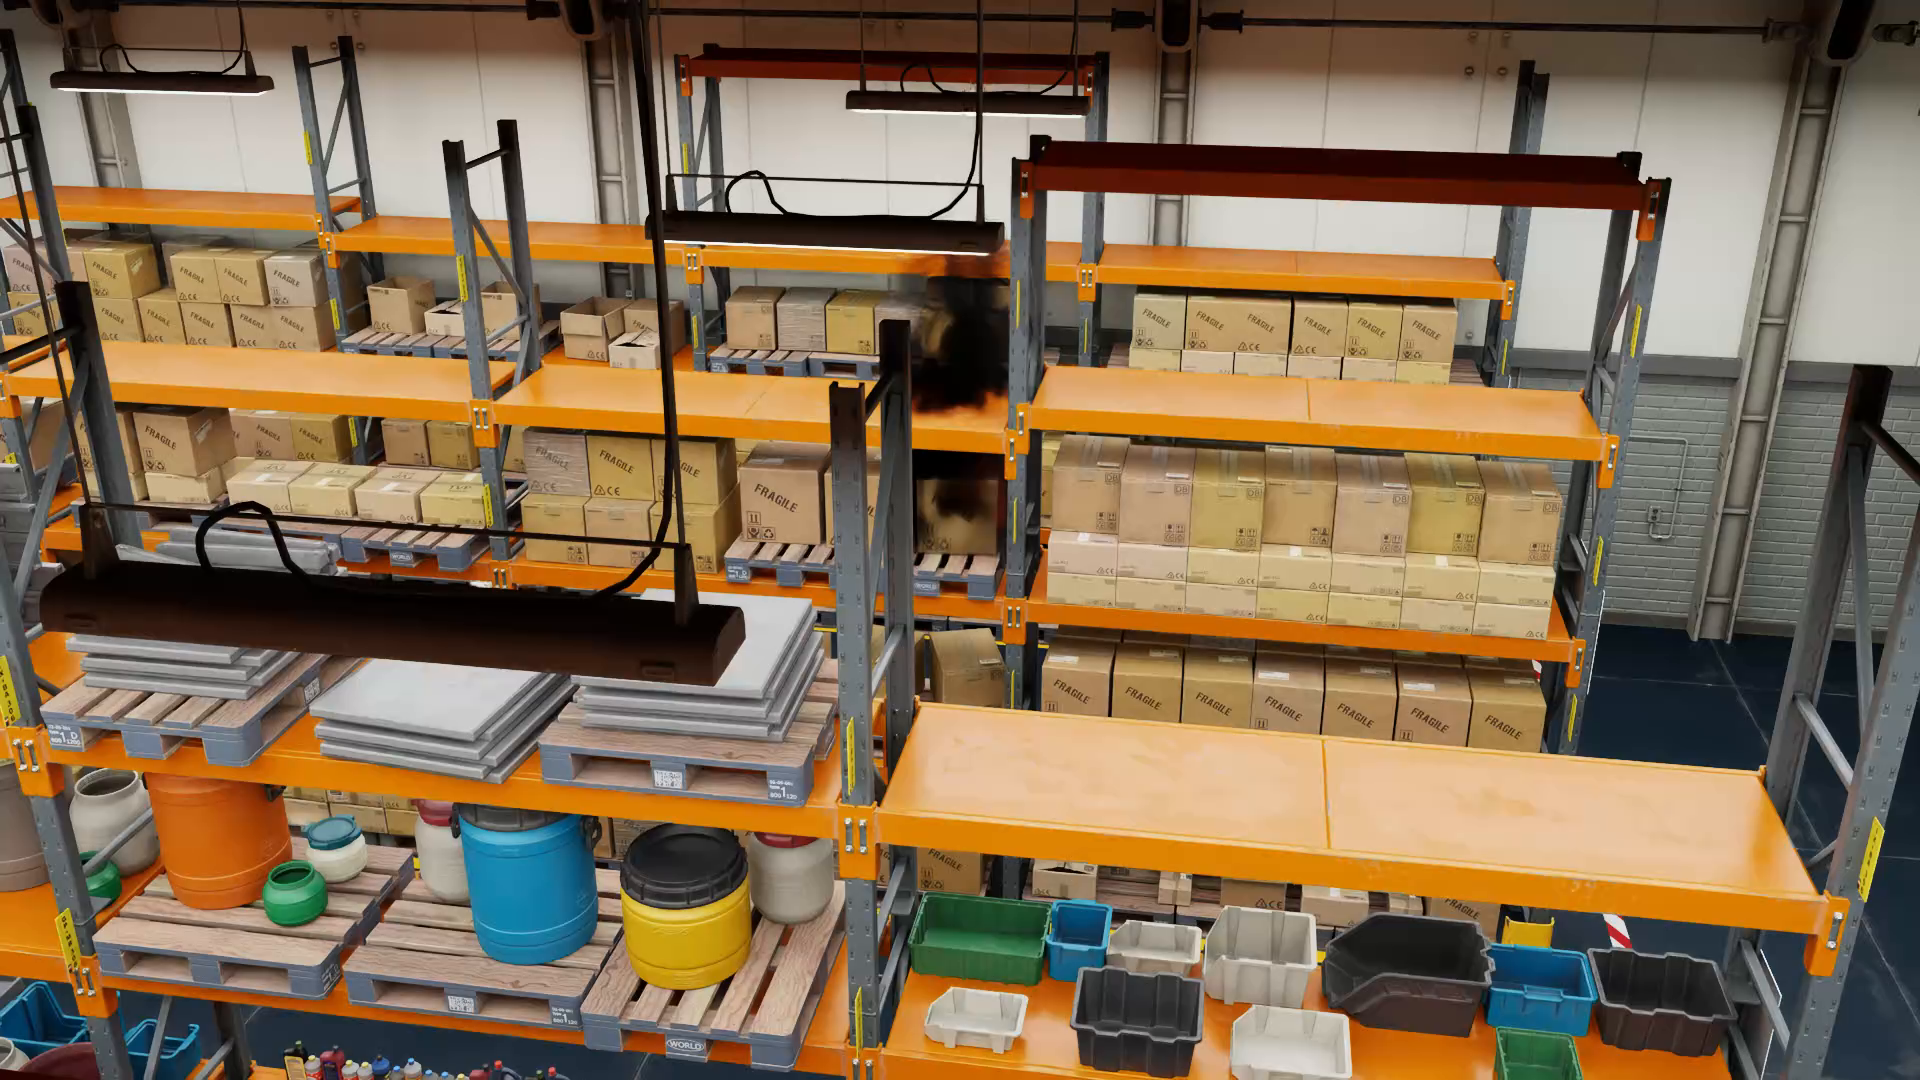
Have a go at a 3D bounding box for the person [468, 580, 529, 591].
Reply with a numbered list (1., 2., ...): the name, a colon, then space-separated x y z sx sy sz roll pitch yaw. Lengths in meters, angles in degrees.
1. person: -4.492 0.837 16.152 0.827 1.805 0.689 3 23 8
